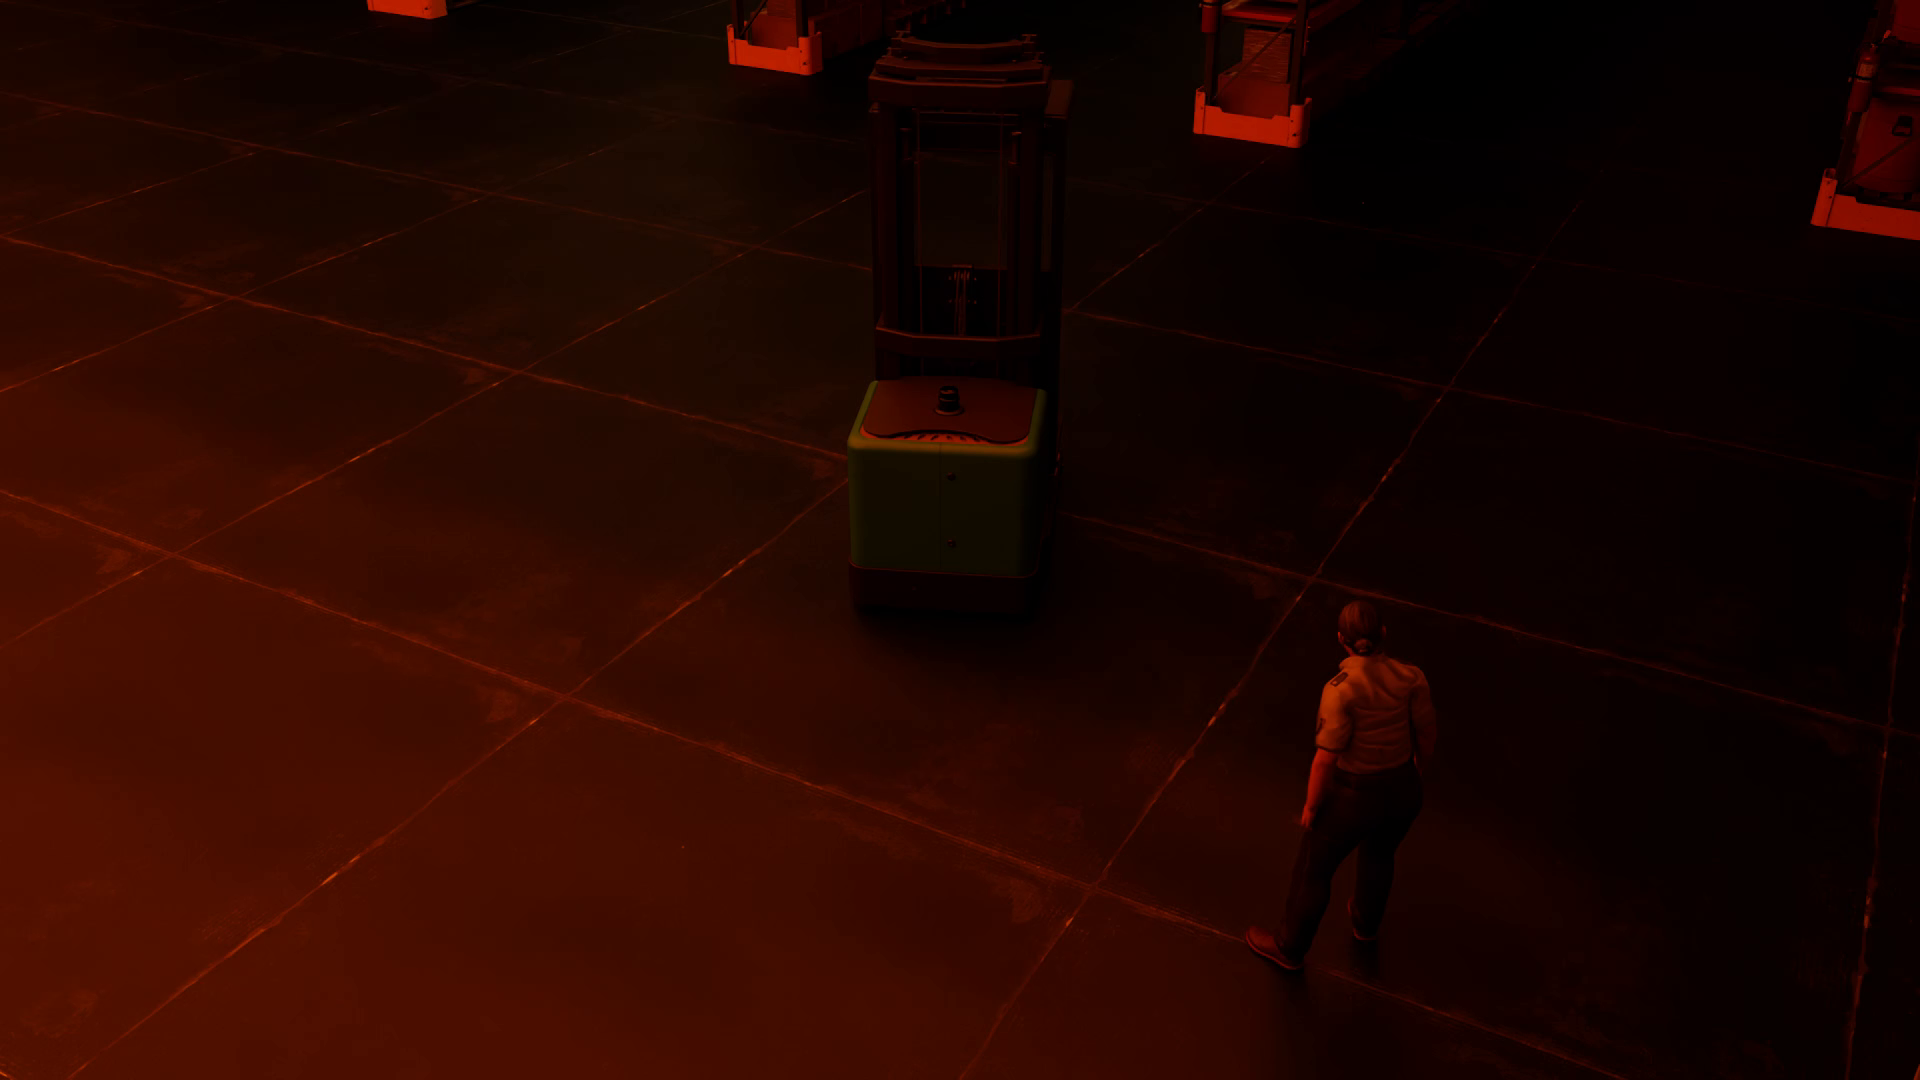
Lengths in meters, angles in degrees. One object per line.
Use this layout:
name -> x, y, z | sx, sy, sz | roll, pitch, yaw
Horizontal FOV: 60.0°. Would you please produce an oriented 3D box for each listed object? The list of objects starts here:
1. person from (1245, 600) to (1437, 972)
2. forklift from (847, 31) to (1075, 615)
person -> 1.558, 1.001, 6.630 | 0.659, 1.650, 0.431 | -10, 31, -16
forklift -> 0.072, -1.572, 9.794 | 1.130, 2.935, 3.031 | 3, 30, 6
